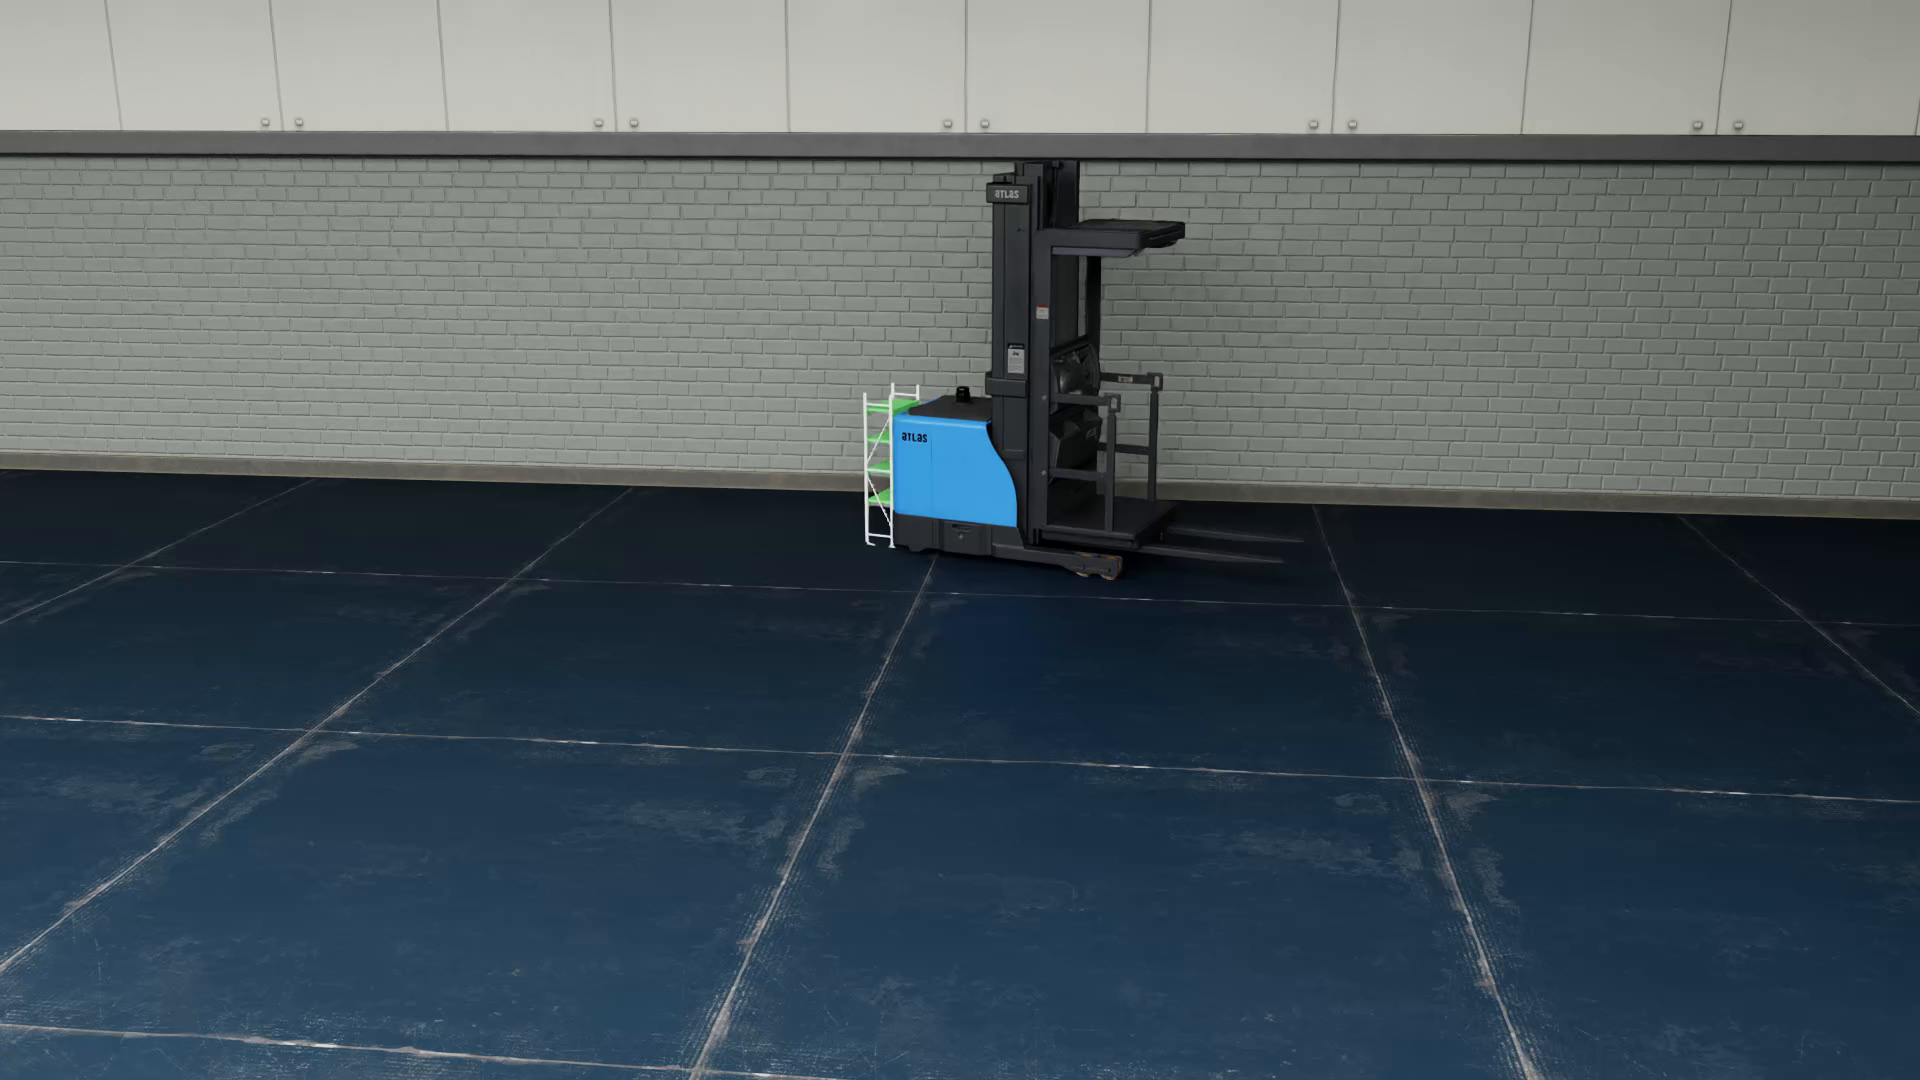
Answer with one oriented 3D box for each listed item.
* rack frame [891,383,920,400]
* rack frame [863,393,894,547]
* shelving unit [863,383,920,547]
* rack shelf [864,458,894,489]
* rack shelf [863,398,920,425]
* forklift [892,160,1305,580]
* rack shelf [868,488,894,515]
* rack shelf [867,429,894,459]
[{"bbox_3d":[-0.430,-0.651,13.273,0.240,1.200,0.015,7,16,23],"label":"rack frame"},{"bbox_3d":[-0.626,-0.535,12.841,0.240,1.200,0.015,7,16,23],"label":"rack frame"},{"bbox_3d":[-0.528,-0.593,13.057,0.258,1.200,0.503,7,16,23],"label":"shelving unit"},{"bbox_3d":[-0.528,-0.531,13.074,0.258,0.148,0.480,7,16,23],"label":"rack shelf"},{"bbox_3d":[-0.528,-0.995,12.948,0.258,0.148,0.480,7,16,23],"label":"rack shelf"},{"bbox_3d":[1.041,-1.284,12.294,3.031,2.935,1.130,7,17,23],"label":"forklift"},{"bbox_3d":[-0.528,-0.300,13.136,0.258,0.148,0.480,7,16,23],"label":"rack shelf"},{"bbox_3d":[-0.528,-0.763,13.011,0.258,0.148,0.480,7,16,23],"label":"rack shelf"}]
